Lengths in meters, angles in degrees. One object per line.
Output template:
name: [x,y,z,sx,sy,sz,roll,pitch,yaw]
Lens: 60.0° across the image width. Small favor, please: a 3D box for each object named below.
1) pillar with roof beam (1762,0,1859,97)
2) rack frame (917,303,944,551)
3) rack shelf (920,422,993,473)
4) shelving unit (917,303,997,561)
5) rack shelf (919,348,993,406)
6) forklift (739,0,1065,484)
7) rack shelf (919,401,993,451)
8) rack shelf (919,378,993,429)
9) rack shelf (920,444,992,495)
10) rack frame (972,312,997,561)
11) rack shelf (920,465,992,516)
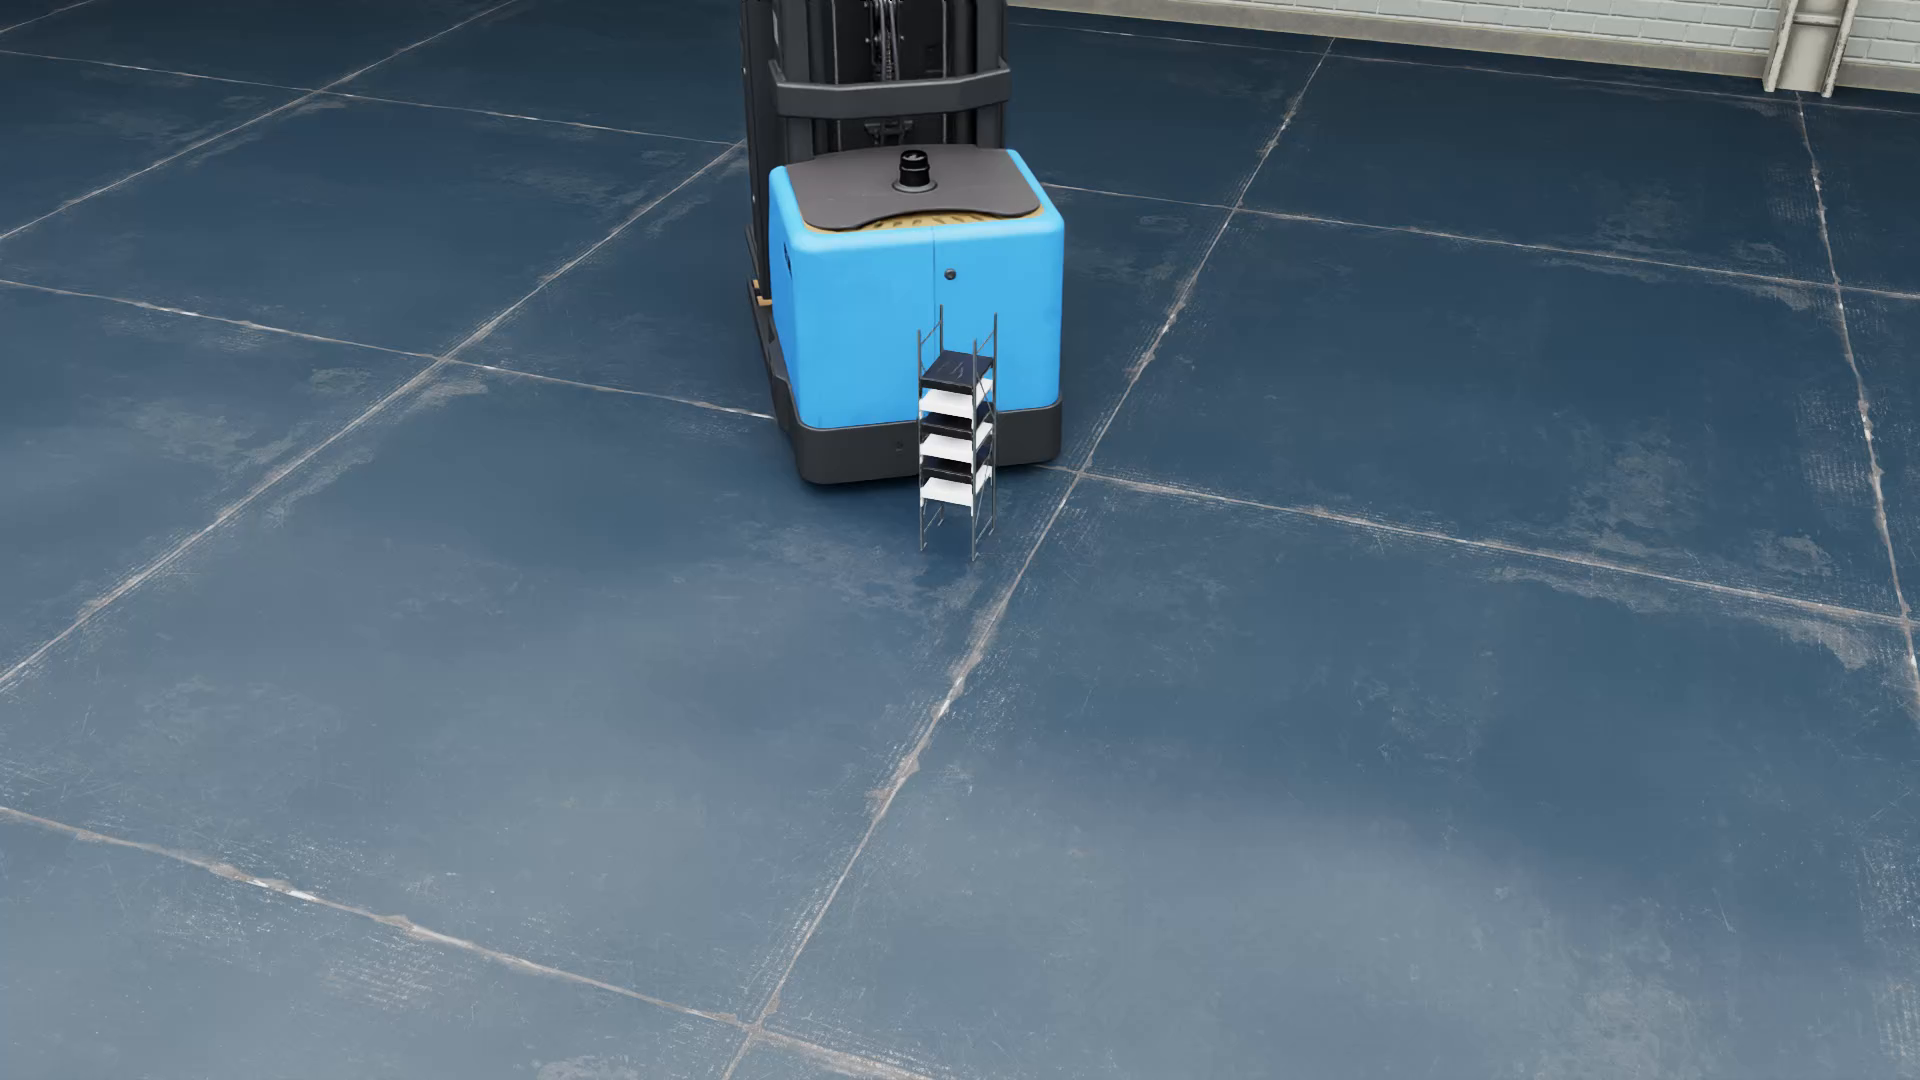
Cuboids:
pillar with roof beam: [3.984,-4.527,4.965,0.400,9.000,9.100,11,34,16]
rack frame: [-0.103,-0.398,6.037,0.006,0.900,0.240,11,34,16]
rack shelf: [-0.008,-0.352,6.026,0.200,0.077,0.258,11,34,16]
shelving unit: [-0.008,-0.380,6.008,0.210,0.900,0.258,11,34,16]
rack shelf: [-0.008,-0.578,5.880,0.200,0.077,0.258,11,34,16]
forklift: [-0.399,-2.237,7.013,1.130,2.935,3.031,-6,33,-10]
rack shelf: [-0.008,-0.427,5.977,0.200,0.077,0.258,11,34,16]
rack shelf: [-0.008,-0.503,5.929,0.200,0.077,0.258,11,34,16]
rack shelf: [-0.008,-0.276,6.075,0.200,0.077,0.258,11,34,16]
rack frame: [0.088,-0.361,5.979,0.006,0.900,0.240,11,34,16]
rack shelf: [-0.008,-0.200,6.124,0.200,0.077,0.258,11,34,16]
